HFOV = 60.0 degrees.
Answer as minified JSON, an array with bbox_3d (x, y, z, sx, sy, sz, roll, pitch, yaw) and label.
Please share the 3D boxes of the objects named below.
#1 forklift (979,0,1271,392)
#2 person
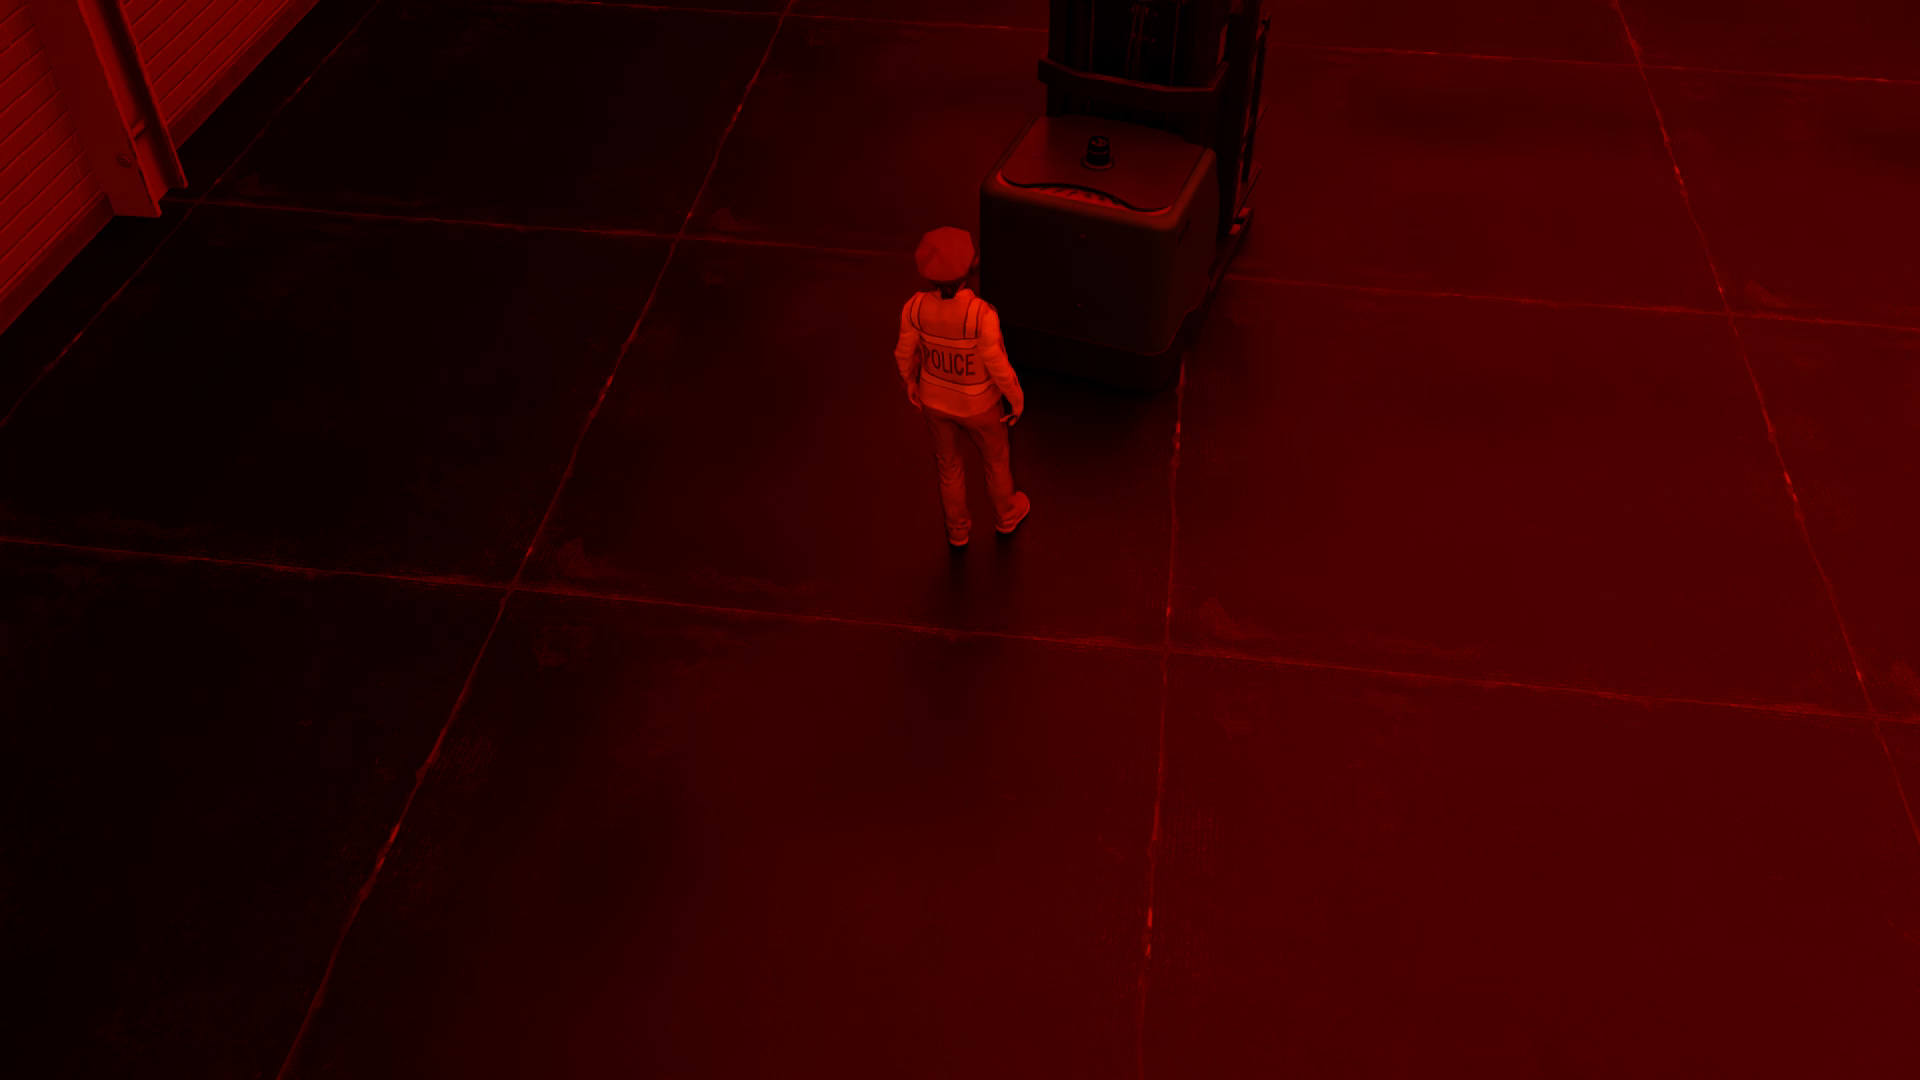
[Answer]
[{"bbox_3d":[1.096,-2.855,8.832,1.130,2.935,3.031,15,45,16],"label":"forklift"},{"bbox_3d":[0.031,-0.687,7.382,0.578,1.696,0.572,15,45,16],"label":"person"}]
